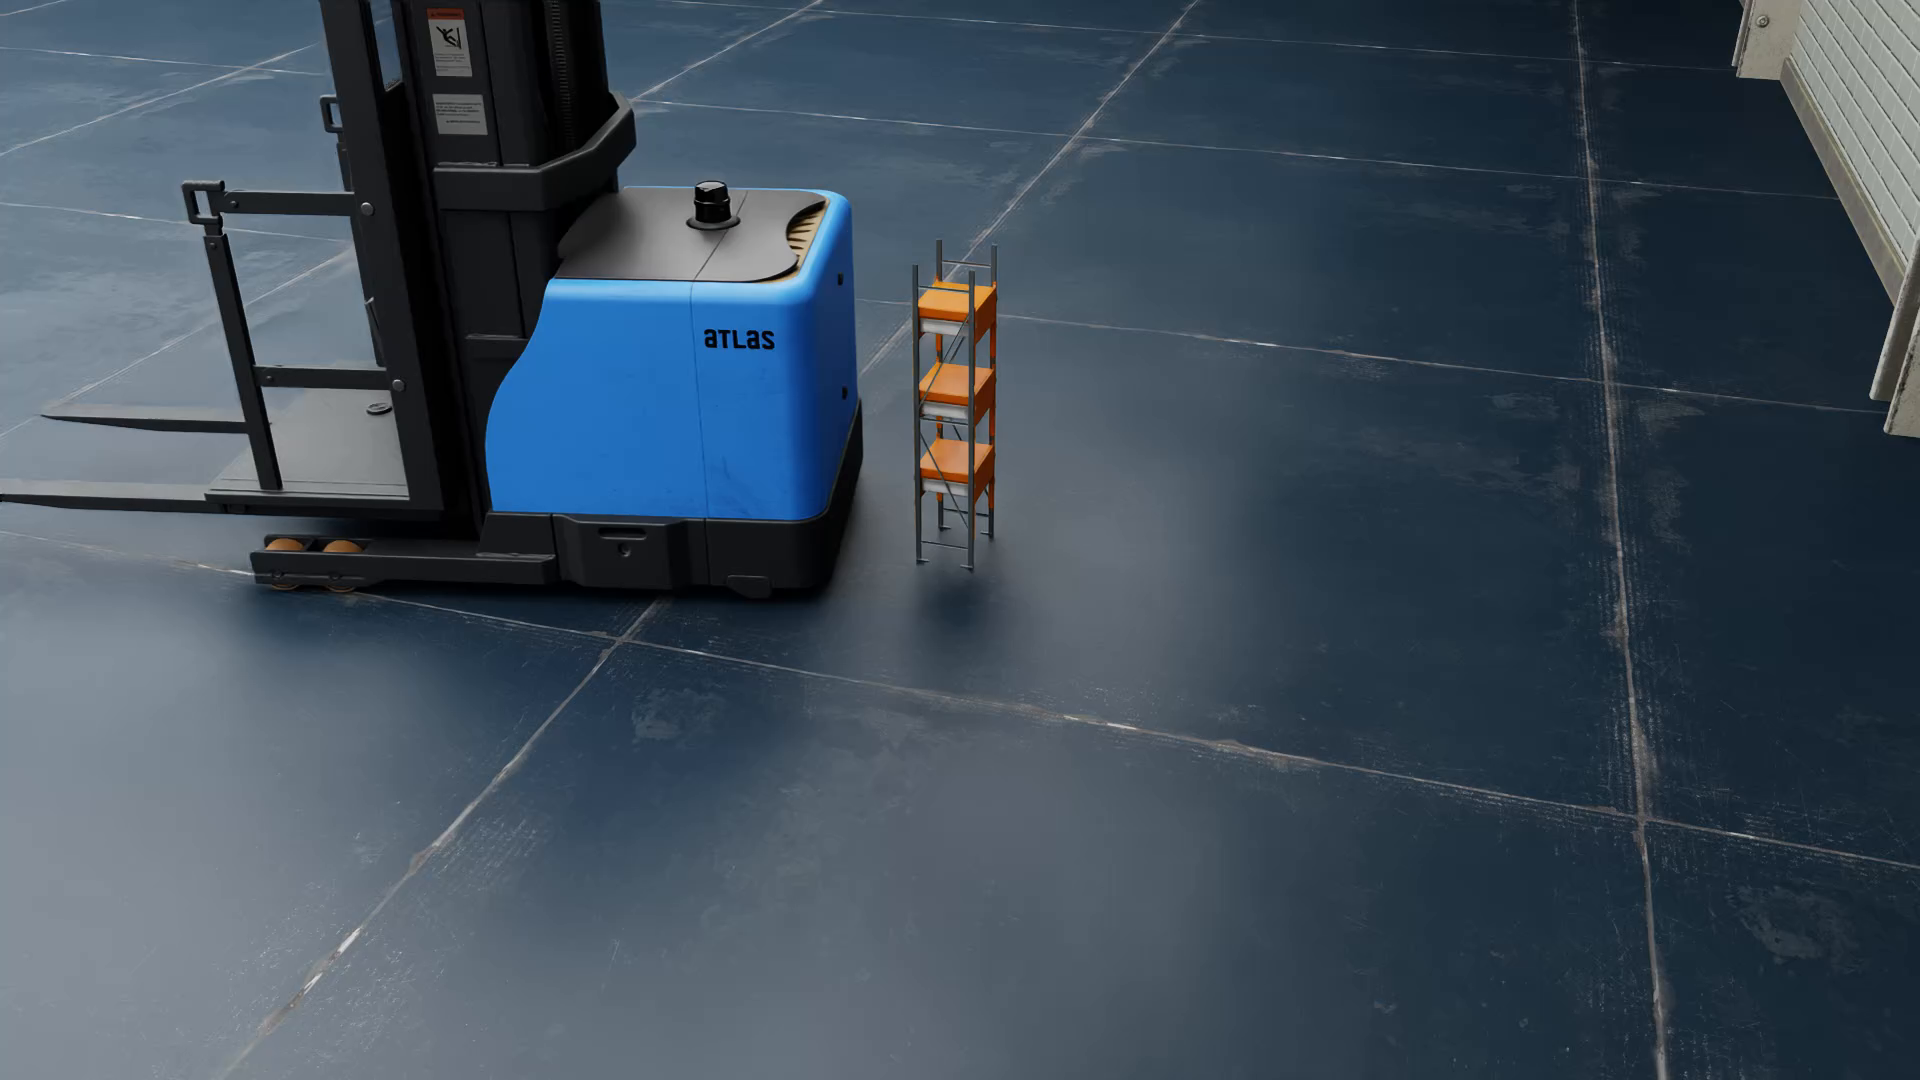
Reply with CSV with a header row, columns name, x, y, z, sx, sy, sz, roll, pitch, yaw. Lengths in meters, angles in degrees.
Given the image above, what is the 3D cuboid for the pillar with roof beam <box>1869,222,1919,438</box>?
name,x,y,z,sx,sy,sz,roll,pitch,yaw
pillar with roof beam,-0.292,-5.033,5.540,9.100,9.000,0.400,8,30,15

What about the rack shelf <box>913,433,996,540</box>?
name,x,y,z,sx,sy,sz,roll,pitch,yaw
rack shelf,-0.016,-0.182,5.590,0.215,0.259,0.240,8,30,15

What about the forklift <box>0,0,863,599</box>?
name,x,y,z,sx,sy,sz,roll,pitch,yaw
forklift,-1.898,-1.363,5.186,3.031,2.935,1.130,2,29,3

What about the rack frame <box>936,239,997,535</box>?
name,x,y,z,sx,sy,sz,roll,pitch,yaw
rack frame,0.020,-0.491,5.552,0.200,1.050,0.008,8,30,15

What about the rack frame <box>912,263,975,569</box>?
name,x,y,z,sx,sy,sz,roll,pitch,yaw
rack frame,-0.052,-0.377,5.348,0.200,1.050,0.008,8,30,15

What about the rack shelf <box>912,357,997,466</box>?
name,x,y,z,sx,sy,sz,roll,pitch,yaw
rack shelf,-0.016,-0.425,5.455,0.215,0.259,0.240,8,30,15

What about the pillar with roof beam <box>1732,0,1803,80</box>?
name,x,y,z,sx,sy,sz,roll,pitch,yaw
pillar with roof beam,1.469,-7.821,10.552,9.100,9.000,0.400,8,30,15

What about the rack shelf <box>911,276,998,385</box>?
name,x,y,z,sx,sy,sz,roll,pitch,yaw
rack shelf,-0.016,-0.673,5.317,0.215,0.259,0.240,8,30,15

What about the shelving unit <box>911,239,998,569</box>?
name,x,y,z,sx,sy,sz,roll,pitch,yaw
shelving unit,-0.016,-0.434,5.450,0.215,1.050,0.252,8,30,15
